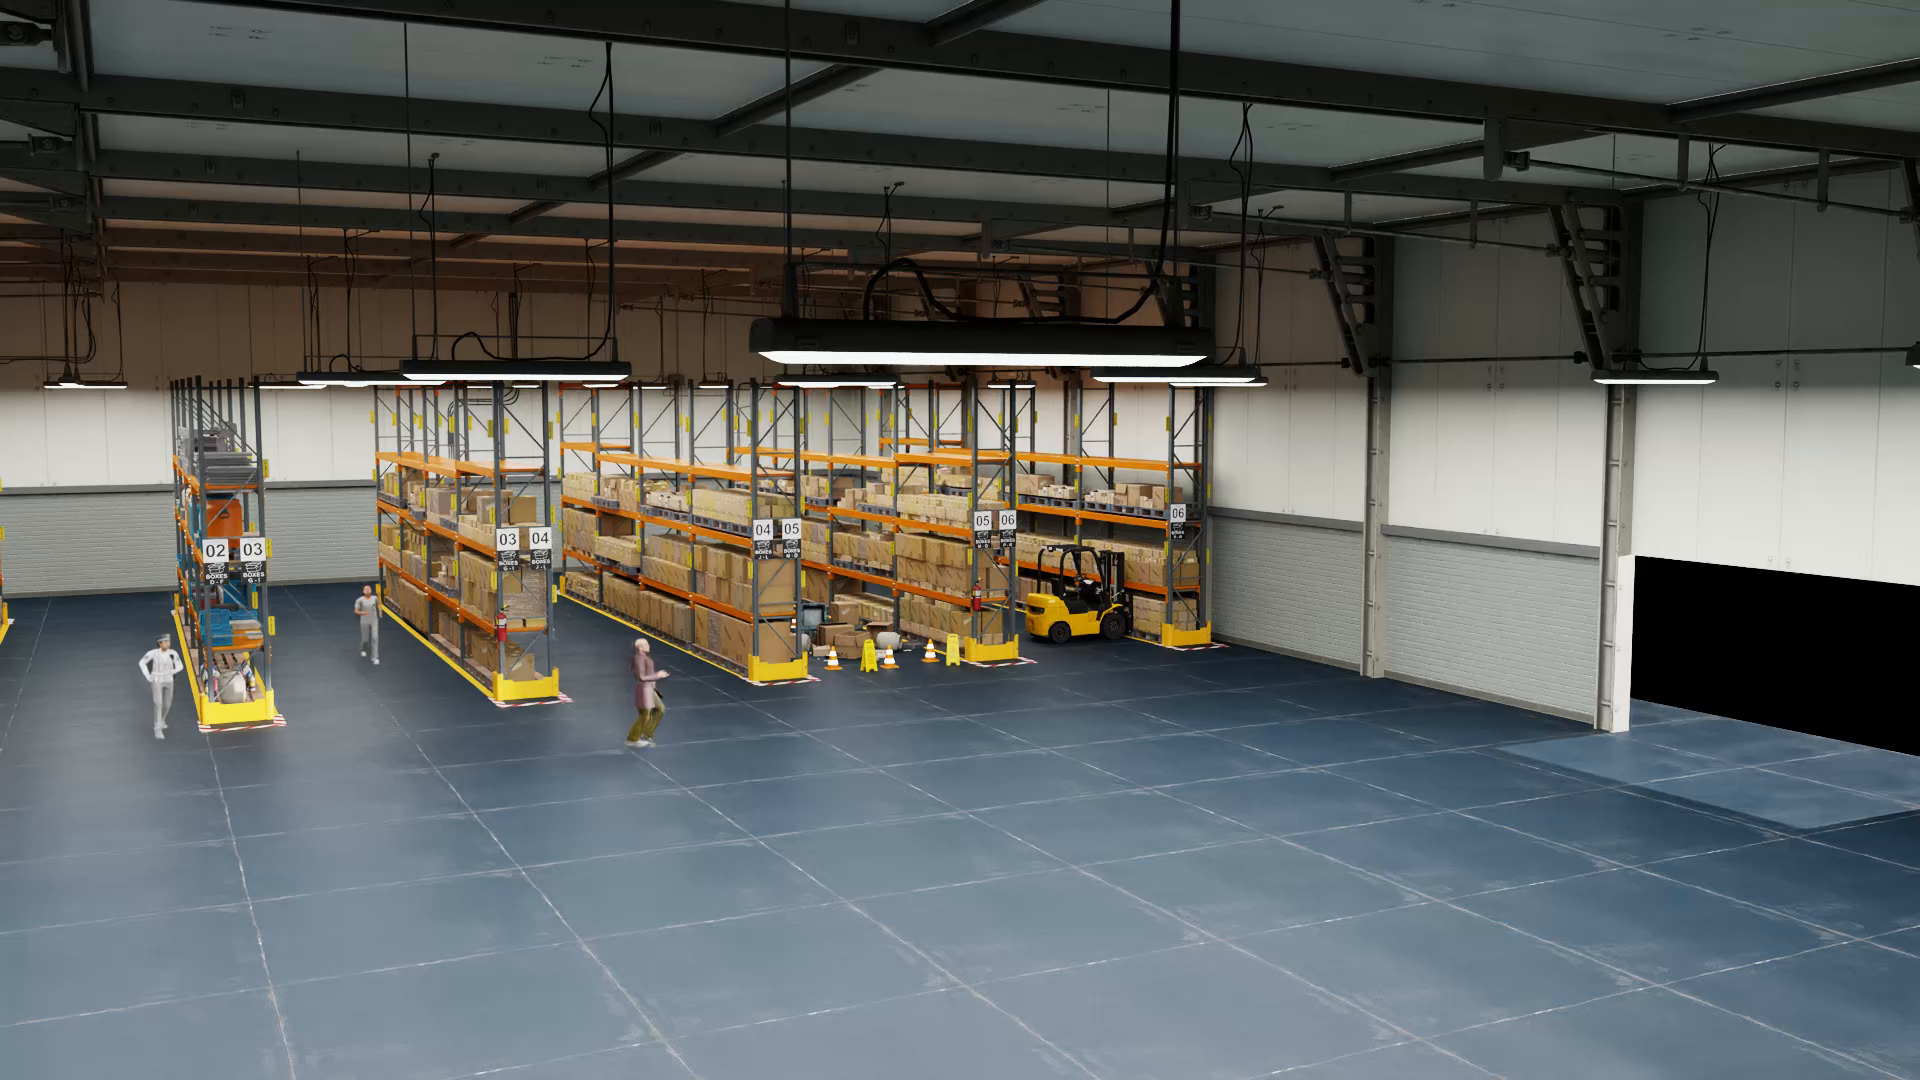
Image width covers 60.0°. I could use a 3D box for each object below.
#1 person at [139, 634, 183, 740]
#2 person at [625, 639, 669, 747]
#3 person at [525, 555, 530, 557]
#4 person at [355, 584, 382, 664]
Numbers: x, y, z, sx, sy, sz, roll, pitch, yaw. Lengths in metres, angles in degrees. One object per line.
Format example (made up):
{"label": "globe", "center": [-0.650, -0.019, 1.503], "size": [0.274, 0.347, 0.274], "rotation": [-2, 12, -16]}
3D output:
{"label": "person", "center": [-13.324, 2.412, 27.839], "size": [0.617, 1.703, 0.906], "rotation": [-5, 7, -44]}
{"label": "person", "center": [-5.020, 2.475, 26.719], "size": [0.733, 1.805, 0.687], "rotation": [0, 5, -2]}
{"label": "person", "center": [-12.191, 0.731, 46.376], "size": [0.668, 1.776, 0.652], "rotation": [0, 5, 1]}
{"label": "person", "center": [-12.491, 1.757, 35.169], "size": [0.580, 1.649, 1.013], "rotation": [-3, 6, -31]}
